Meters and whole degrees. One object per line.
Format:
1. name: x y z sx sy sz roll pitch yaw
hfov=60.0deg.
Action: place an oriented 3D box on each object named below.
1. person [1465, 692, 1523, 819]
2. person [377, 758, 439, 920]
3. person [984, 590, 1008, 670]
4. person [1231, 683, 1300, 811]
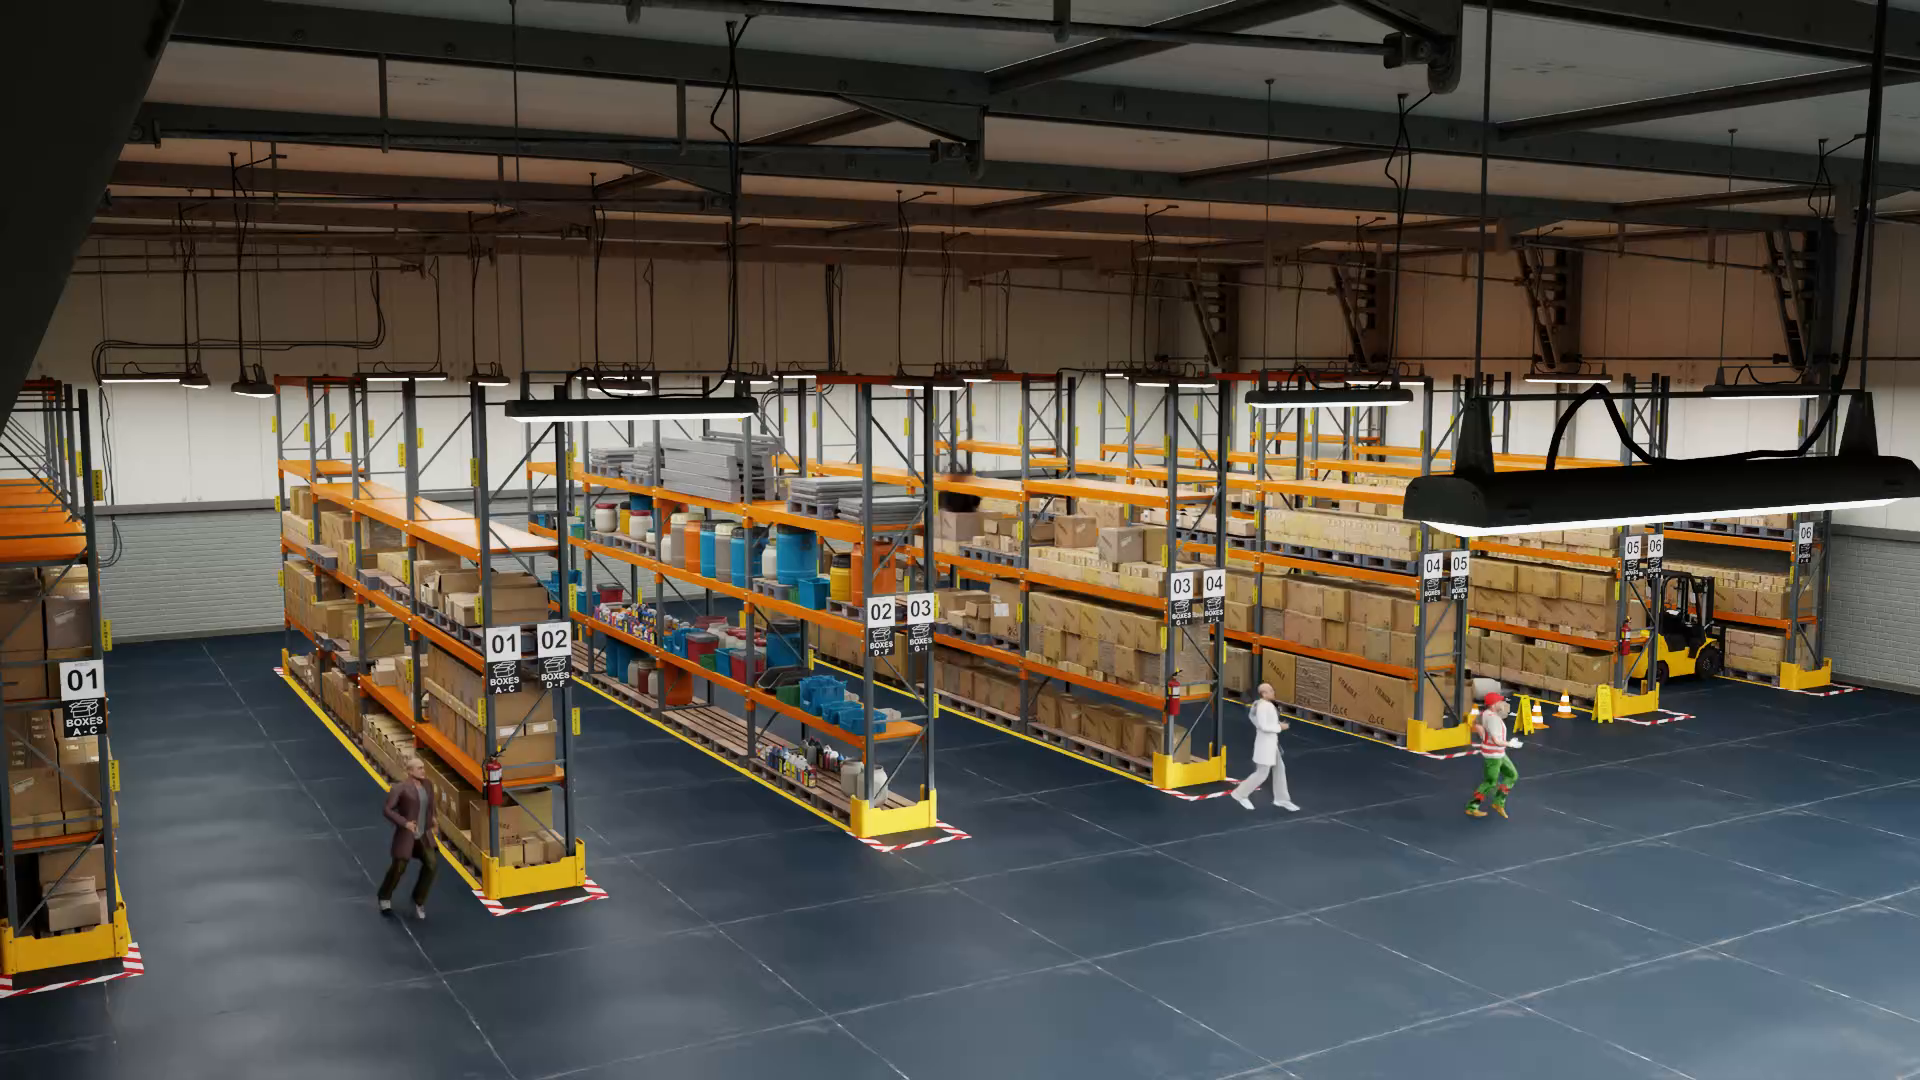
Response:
1. person: 7.332 2.963 22.825 0.720 1.788 0.664 2 6 15
2. person: -6.260 3.393 19.041 0.748 1.803 0.768 5 8 40
3. person: 0.697 1.826 33.350 0.661 1.717 0.936 -5 8 -39
4. person: 4.278 2.937 23.201 0.933 1.724 0.713 2 6 15
